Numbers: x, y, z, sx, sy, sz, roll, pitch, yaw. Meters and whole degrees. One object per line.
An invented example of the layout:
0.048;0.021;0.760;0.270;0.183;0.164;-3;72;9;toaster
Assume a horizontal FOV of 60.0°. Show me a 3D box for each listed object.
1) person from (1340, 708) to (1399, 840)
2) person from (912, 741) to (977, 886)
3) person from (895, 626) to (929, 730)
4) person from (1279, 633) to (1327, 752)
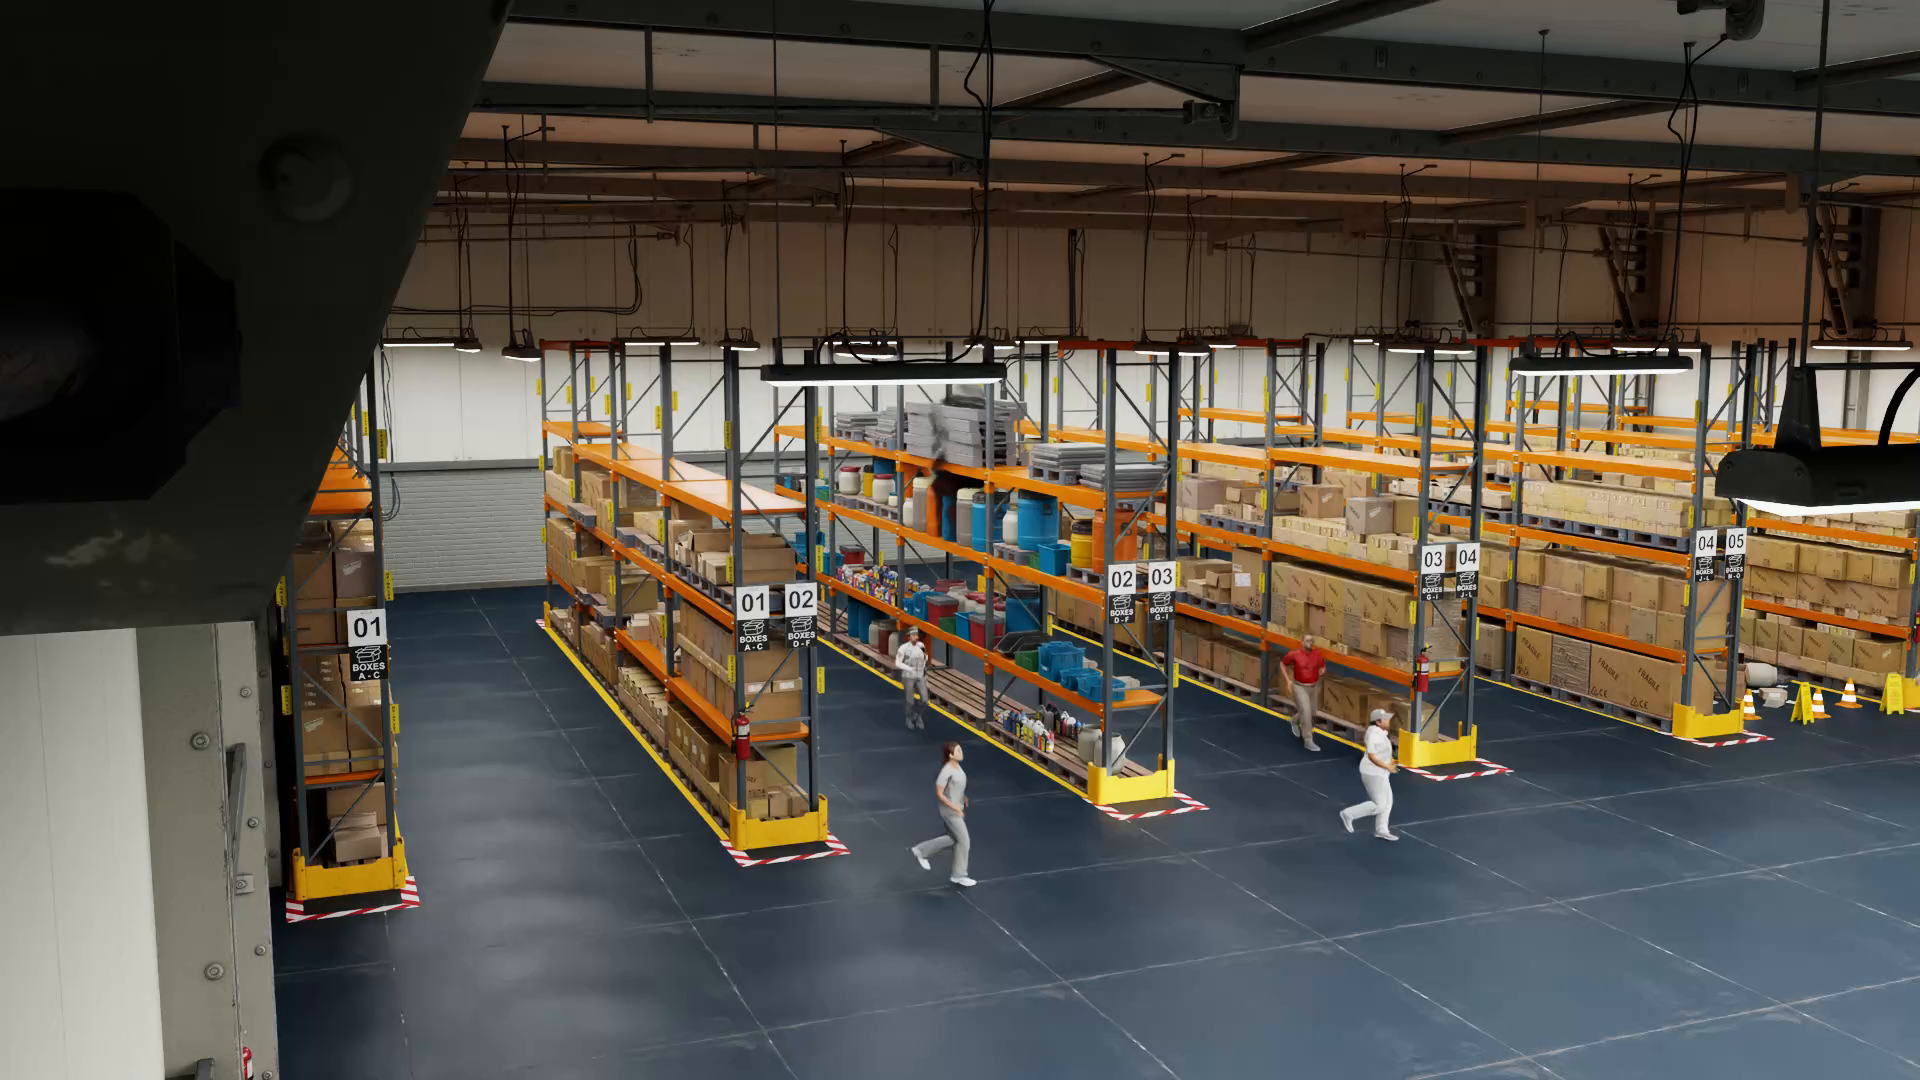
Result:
5.058;2.881;20.485;0.727;1.659;0.612;2;8;11;person
-0.180;3.077;18.840;0.755;1.666;0.563;2;8;12;person
-0.712;2.150;25.832;0.609;1.677;0.628;-3;8;-22;person
5.158;2.234;24.893;0.665;1.708;0.919;-3;8;-20;person
